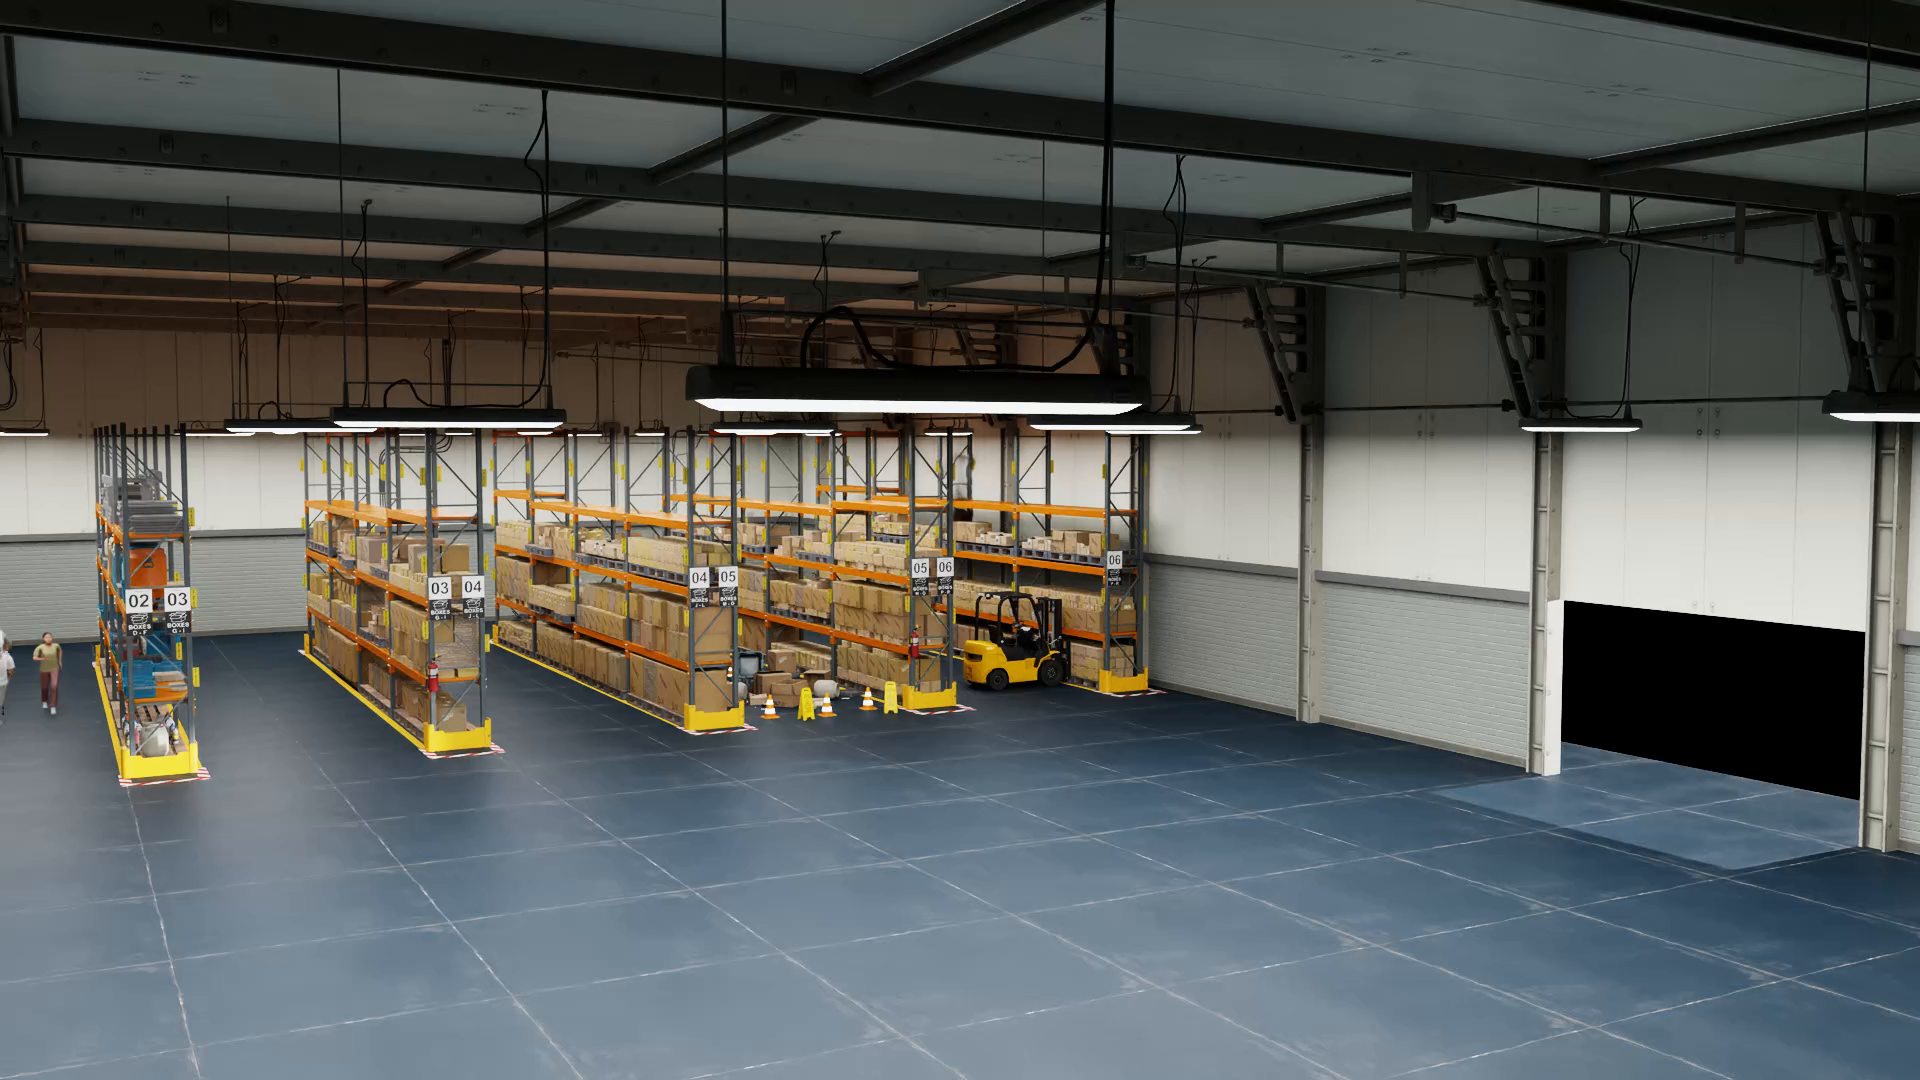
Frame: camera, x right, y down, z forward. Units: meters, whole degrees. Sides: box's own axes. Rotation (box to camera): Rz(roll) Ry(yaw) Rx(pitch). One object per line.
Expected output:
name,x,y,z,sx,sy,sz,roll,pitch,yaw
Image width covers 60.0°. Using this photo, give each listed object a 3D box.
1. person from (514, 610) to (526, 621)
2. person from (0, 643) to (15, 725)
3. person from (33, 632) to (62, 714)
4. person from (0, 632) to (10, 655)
person,-12.720,1.943,48.205,0.536,1.721,0.704,-1,3,-9
person,-18.979,2.884,32.774,0.865,1.813,0.626,3,5,44
person,-19.073,2.762,34.783,0.562,1.659,0.948,-2,4,-35
person,-21.102,2.640,36.301,0.667,1.764,0.922,-3,4,-37
